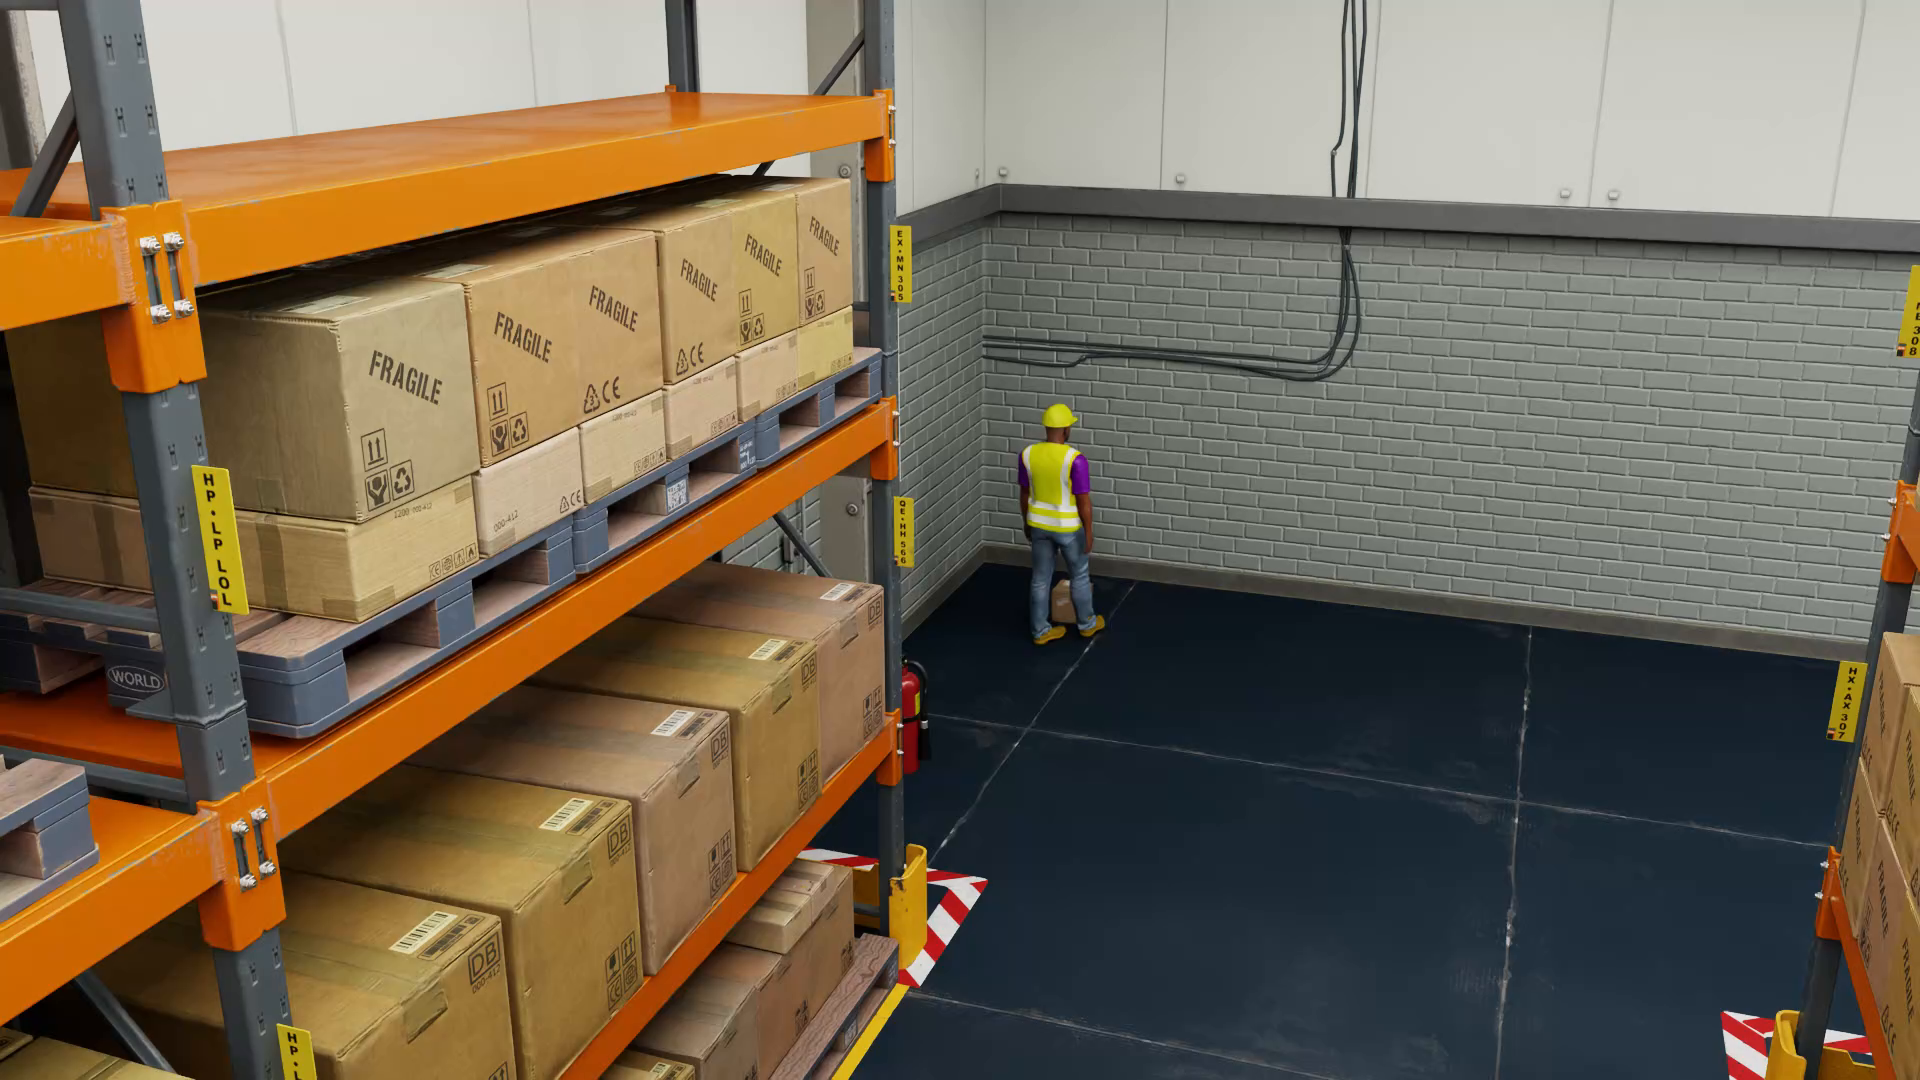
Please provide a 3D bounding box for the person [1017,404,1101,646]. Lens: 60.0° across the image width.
[{"bbox_3d":[0.740,-0.137,11.929,0.572,1.764,0.612,9,21,26],"label":"person"}]
